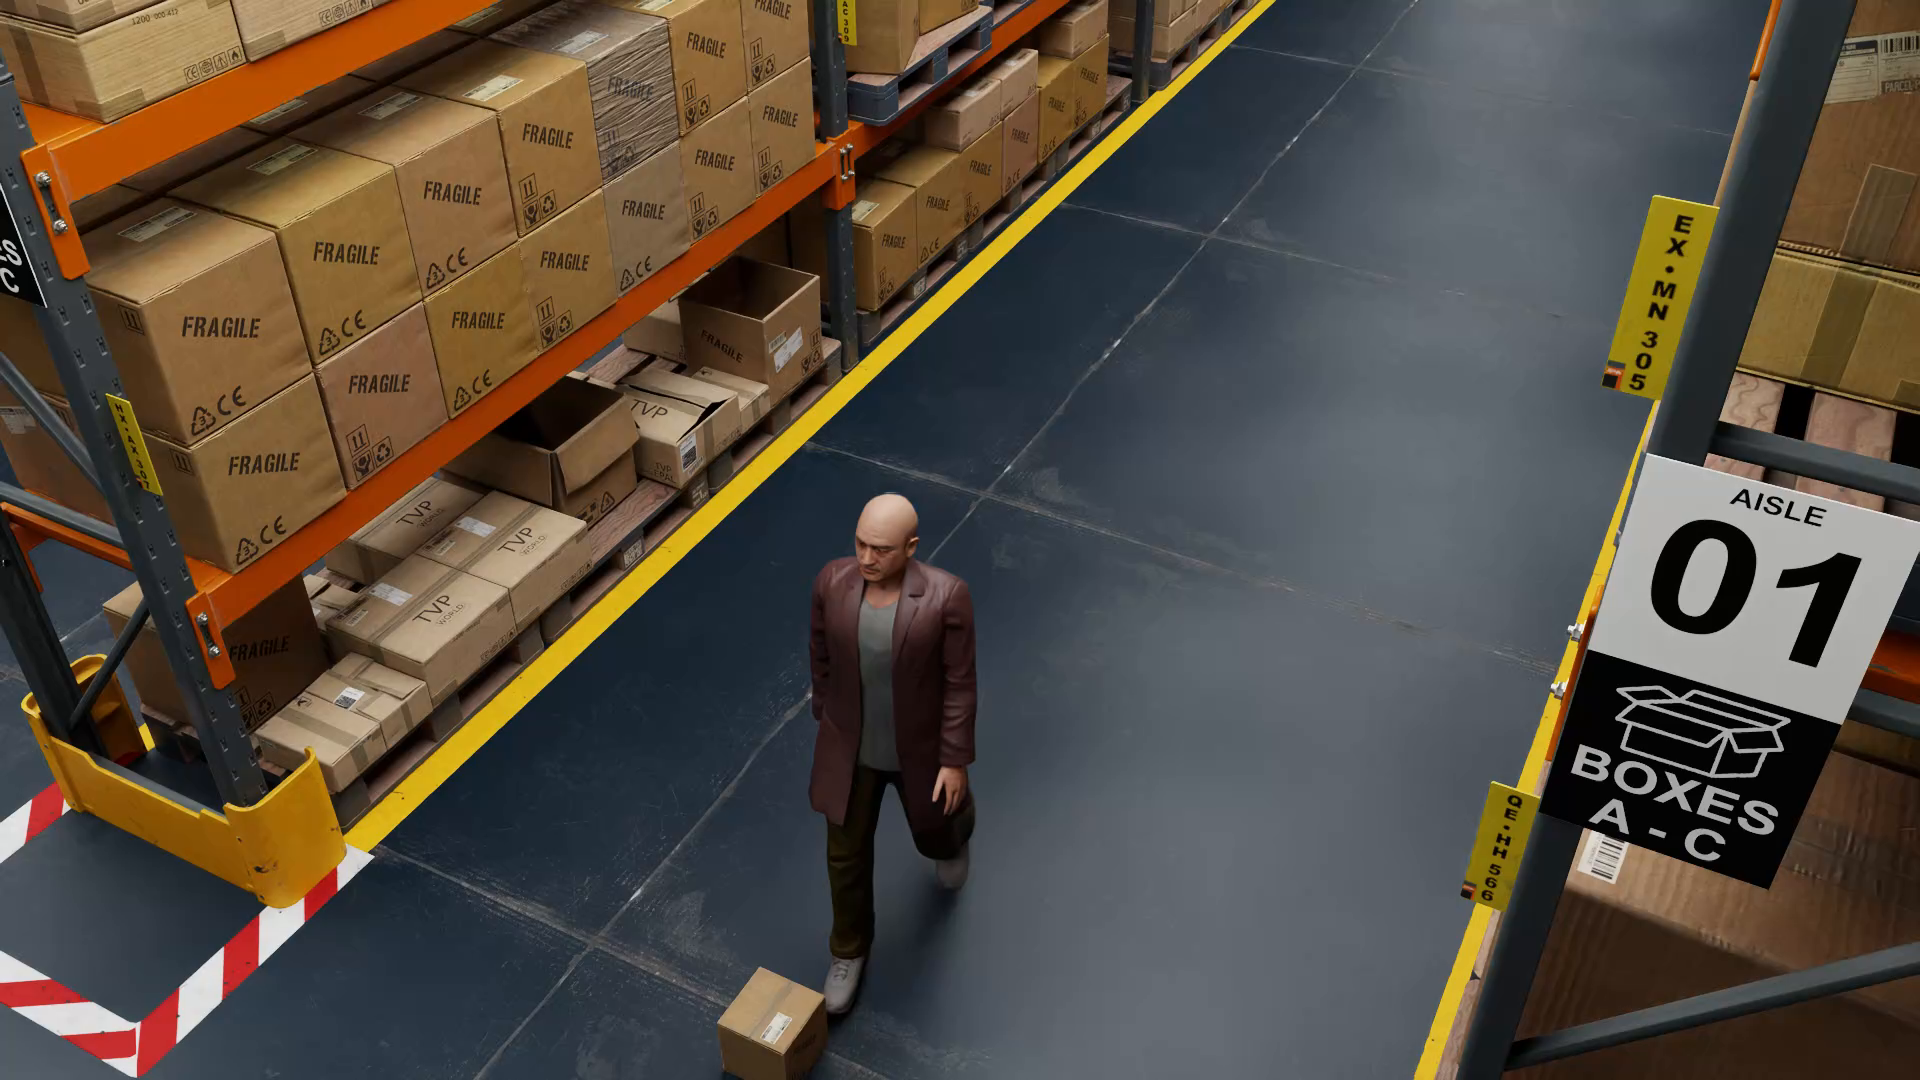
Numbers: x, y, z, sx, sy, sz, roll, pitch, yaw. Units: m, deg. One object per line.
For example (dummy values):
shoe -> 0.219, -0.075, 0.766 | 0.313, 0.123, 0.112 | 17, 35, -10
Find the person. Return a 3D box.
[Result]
person -> -0.225, 0.645, 5.309 | 0.581, 1.750, 0.918 | 7, 38, 9
